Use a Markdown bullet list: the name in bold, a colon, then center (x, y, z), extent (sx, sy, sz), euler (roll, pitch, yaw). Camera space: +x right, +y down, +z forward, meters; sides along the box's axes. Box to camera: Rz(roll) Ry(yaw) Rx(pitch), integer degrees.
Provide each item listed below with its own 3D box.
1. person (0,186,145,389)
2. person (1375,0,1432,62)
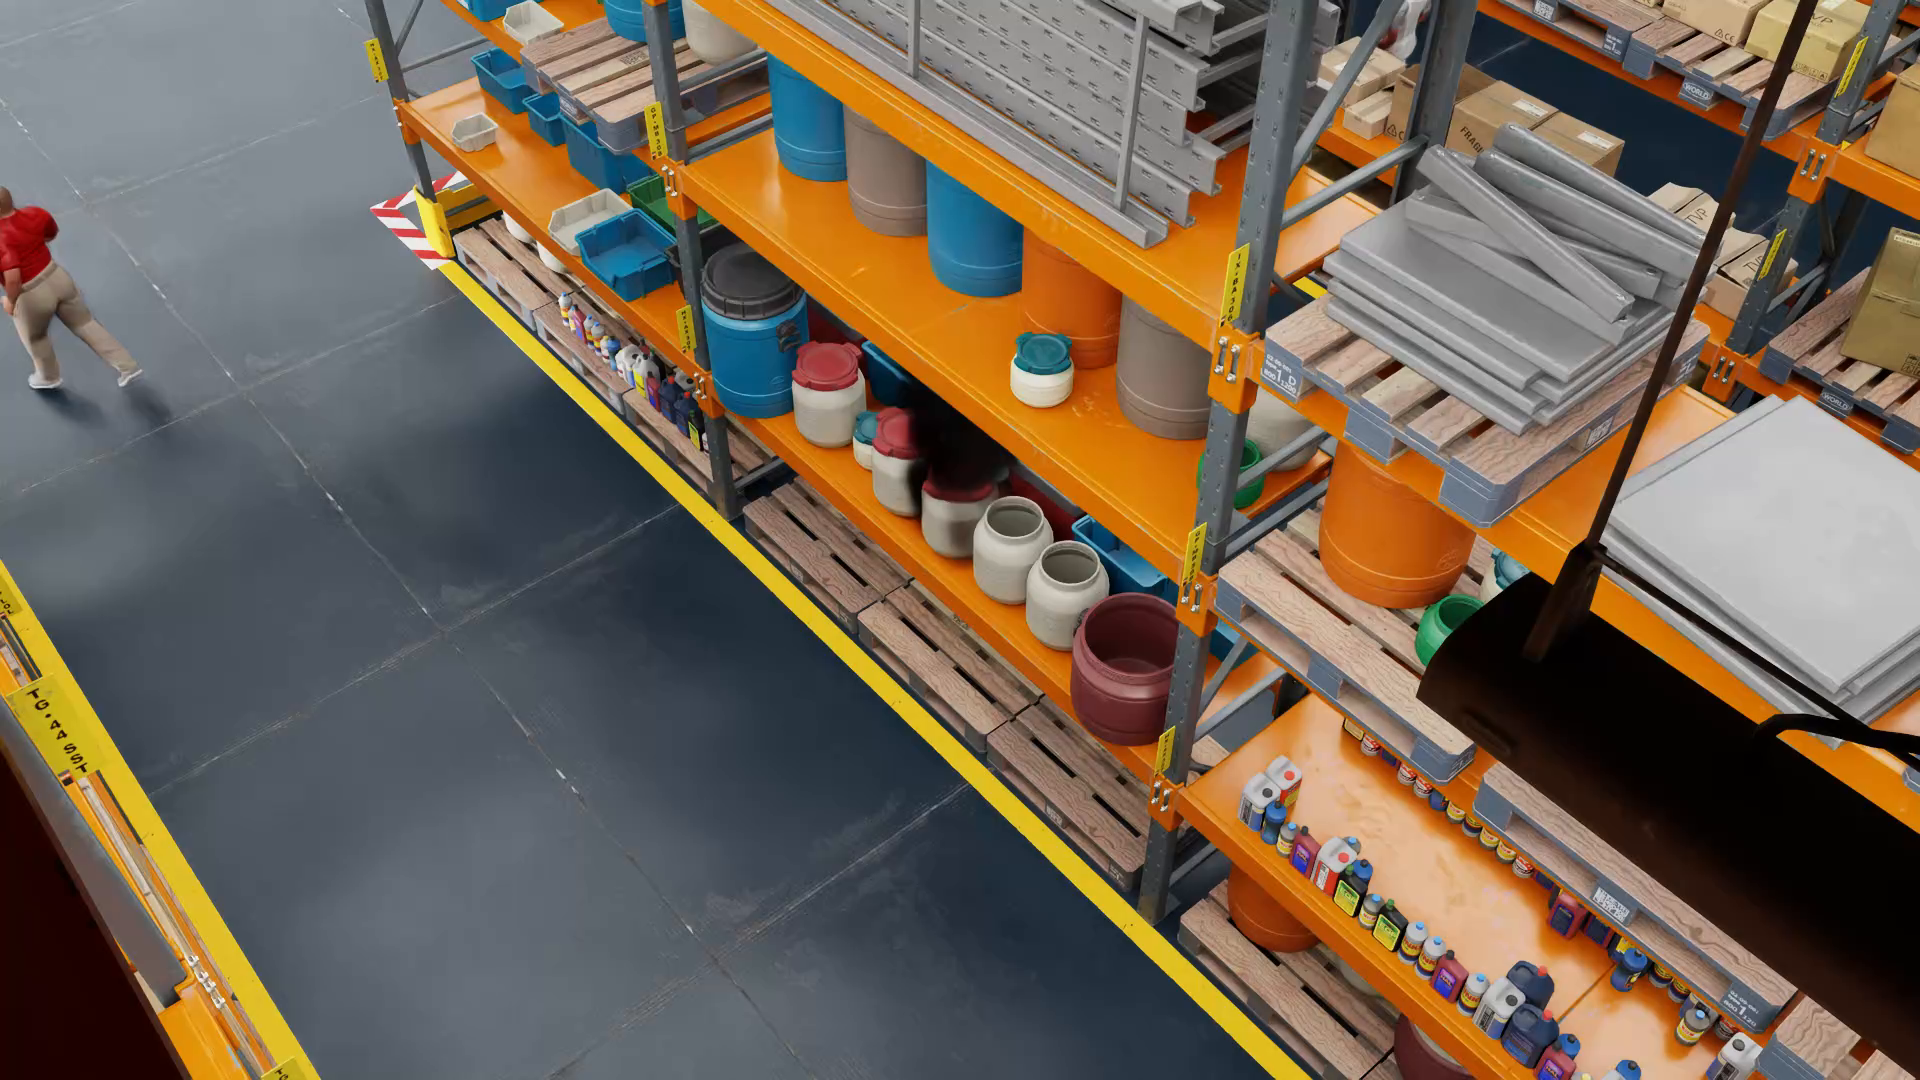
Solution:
- **person**: center (-6.269, -1.680, 11.371), extent (0.974, 1.740, 0.664), euler (17, 49, 16)
- **person**: center (3.507, -3.996, 13.575), extent (0.613, 1.738, 0.651), euler (35, 56, 29)
